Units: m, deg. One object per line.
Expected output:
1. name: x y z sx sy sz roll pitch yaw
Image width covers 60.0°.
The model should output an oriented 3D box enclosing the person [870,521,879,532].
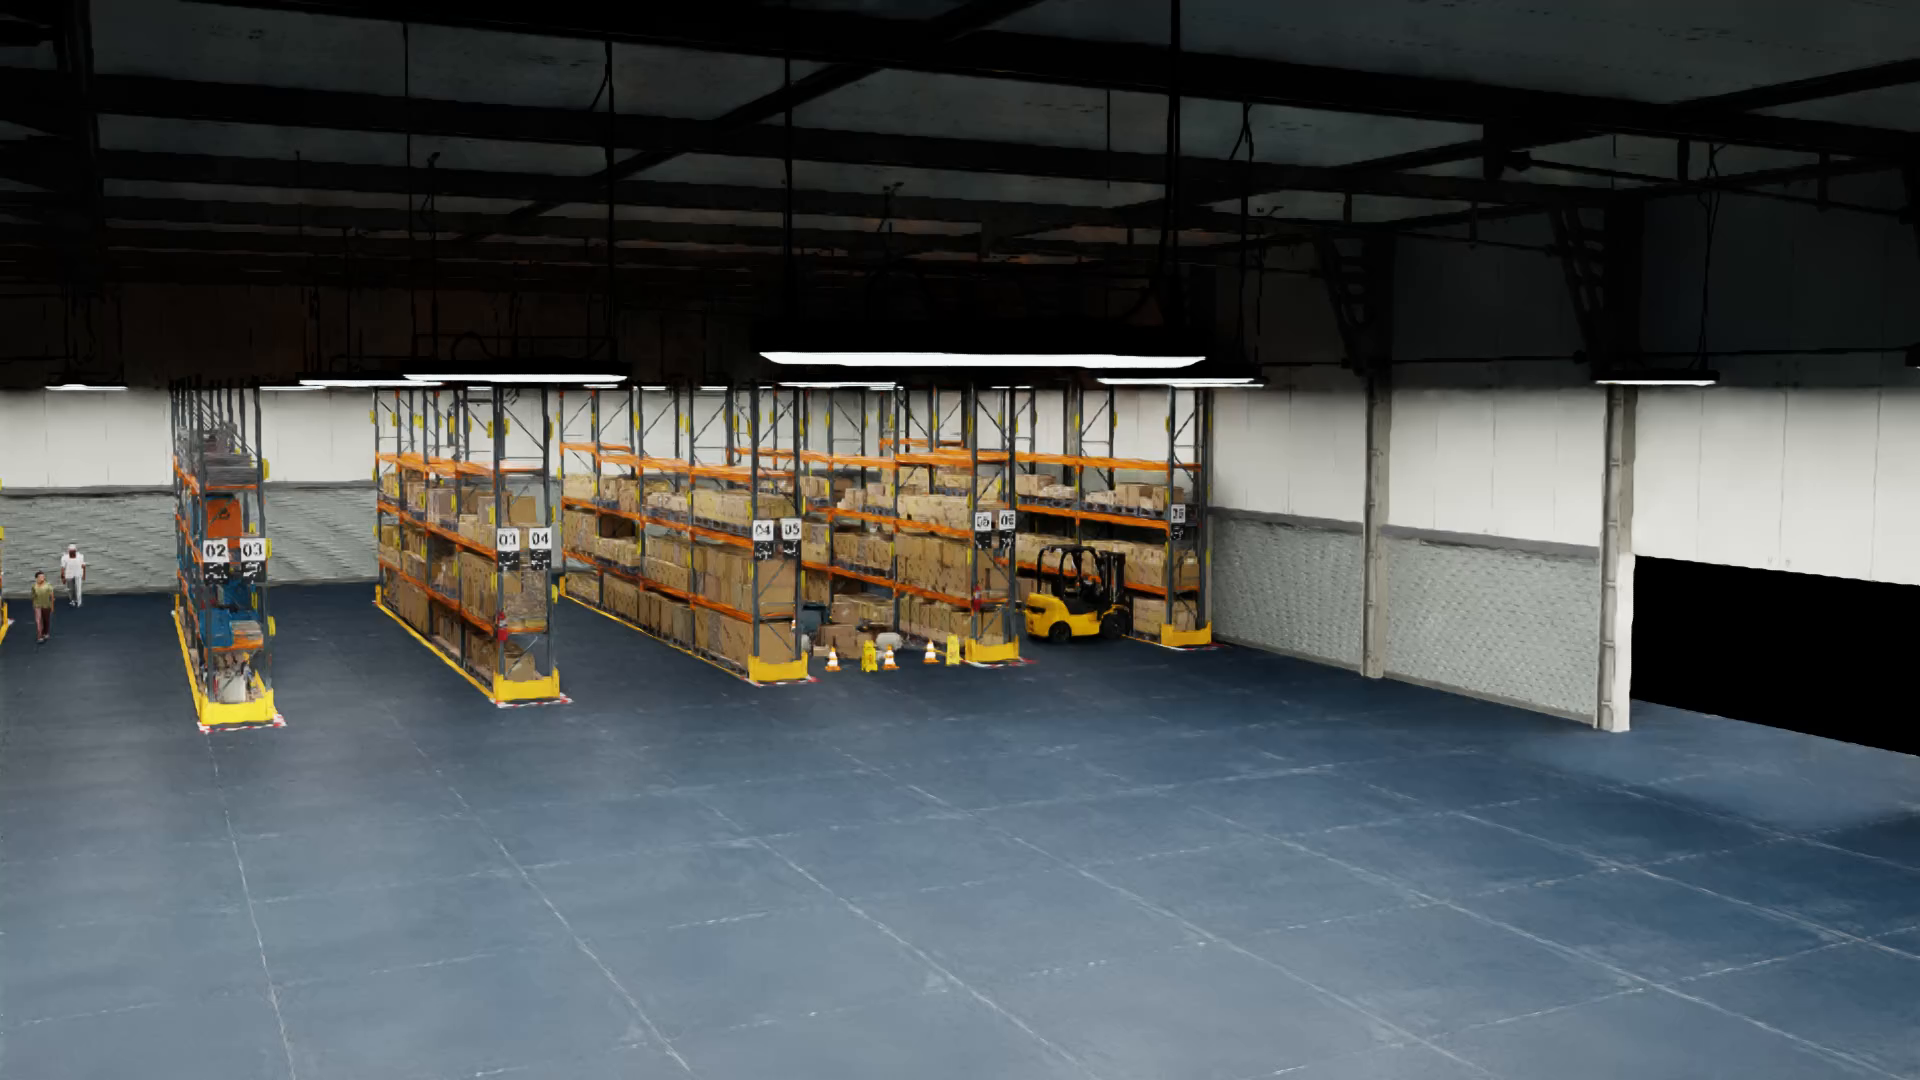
1. person: -2.636 0.158 53.382 0.569 1.710 0.509 2 6 26

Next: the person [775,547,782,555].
1. person: -4.696 1.031 42.959 0.586 1.718 0.638 0 5 -5

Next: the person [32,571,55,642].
1. person: -21.075 1.514 38.241 0.458 1.612 1.019 -3 6 -28

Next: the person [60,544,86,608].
1. person: -23.589 0.937 44.227 0.577 1.691 1.121 -2 6 -24
